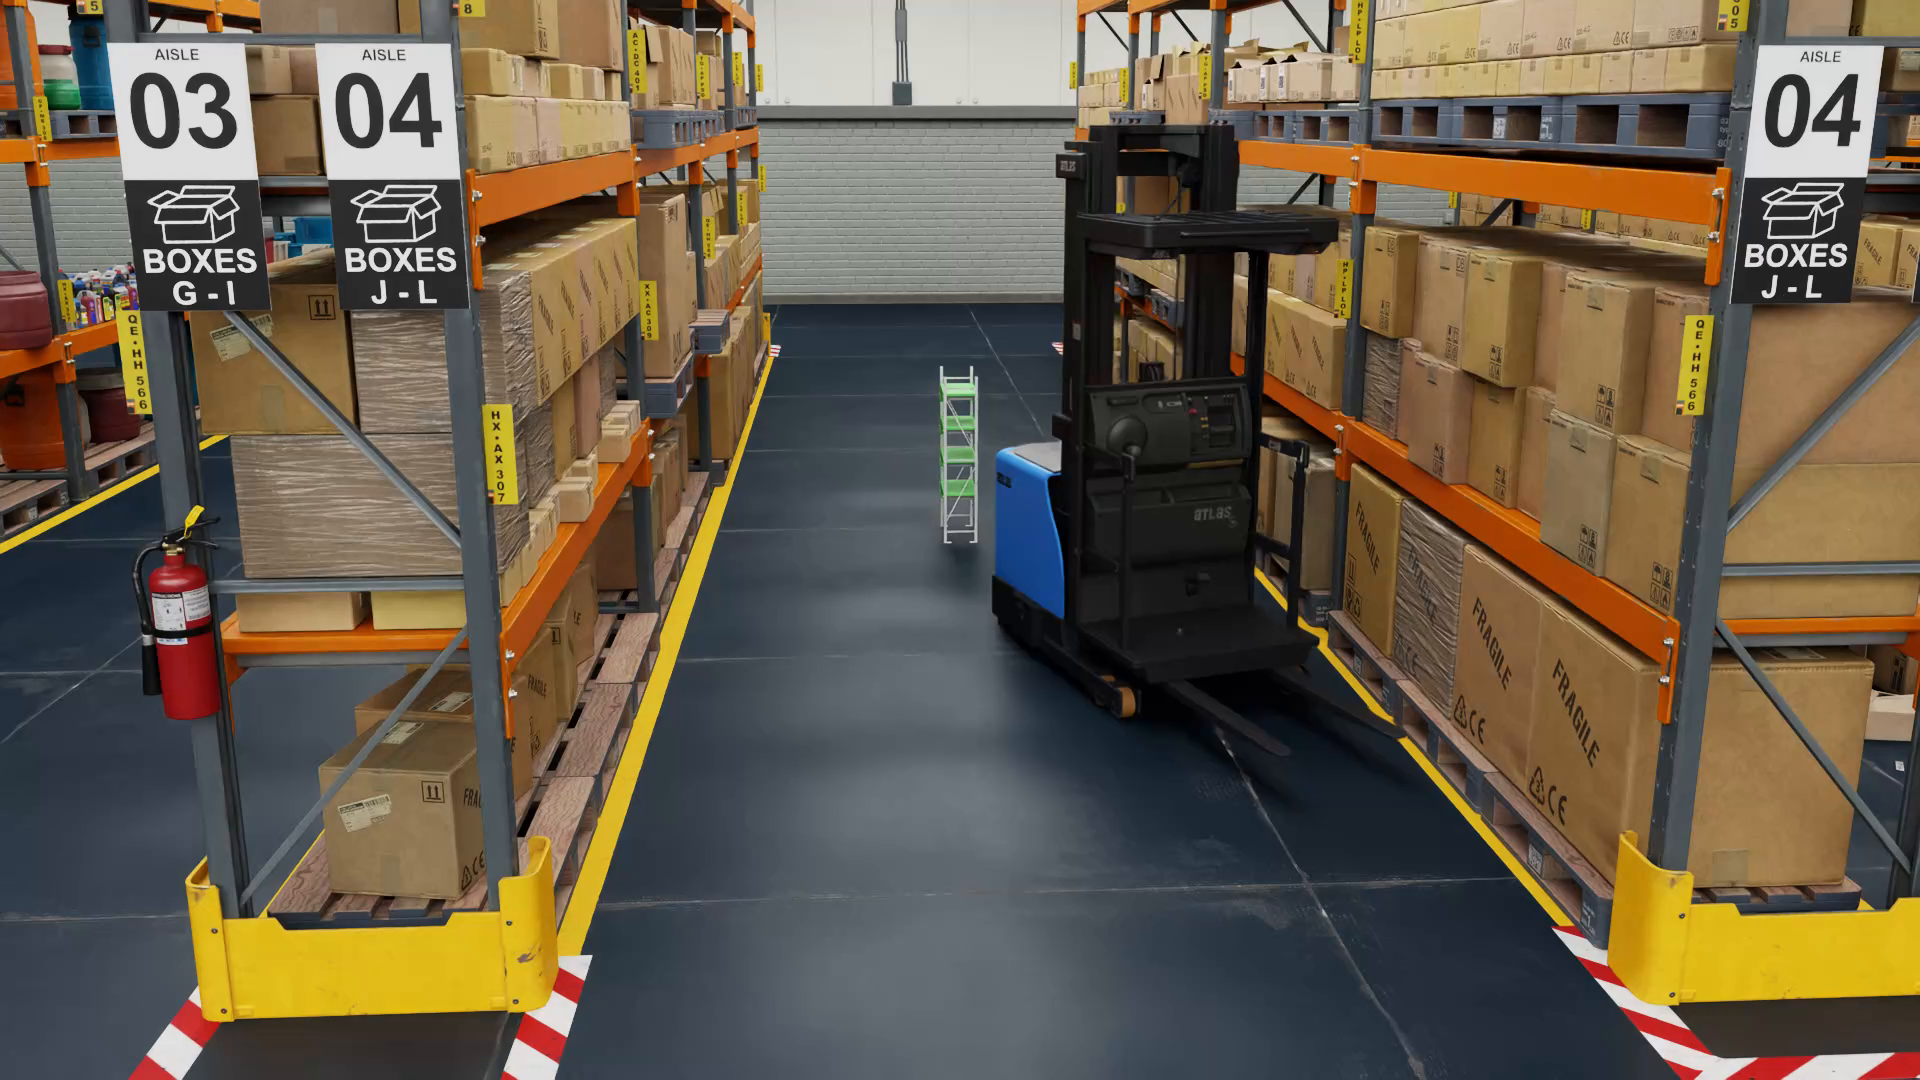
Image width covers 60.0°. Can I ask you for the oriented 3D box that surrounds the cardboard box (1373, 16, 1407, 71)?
[{"bbox_3d":[2.441,-2.542,8.528,0.500,0.250,0.500,-1,14,-3],"label":"cardboard box"}]

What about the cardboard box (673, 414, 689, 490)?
[{"bbox_3d":[-2.453,-0.672,12.751,0.700,0.500,0.500,-2,15,-6],"label":"cardboard box"}]

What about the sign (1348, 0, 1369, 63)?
[{"bbox_3d":[2.149,-2.737,8.955,0.100,0.325,0.005,-1,14,-3],"label":"sign"}]

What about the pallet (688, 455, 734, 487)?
[{"bbox_3d":[-2.488,-0.682,14.254,1.003,0.211,1.213,-1,14,-3],"label":"pallet"}]

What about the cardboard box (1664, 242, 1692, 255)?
[{"bbox_3d":[6.973,-2.658,15.635,0.500,0.250,0.500,-1,14,-5],"label":"cardboard box"}]

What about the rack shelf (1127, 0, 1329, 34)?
[{"bbox_3d":[2.318,-4.748,14.665,1.077,0.370,4.000,-1,14,-3],"label":"rack shelf"}]

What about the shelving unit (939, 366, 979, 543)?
[{"bbox_3d":[-0.010,-0.622,12.037,0.258,1.200,0.503,-1,14,-3],"label":"shelving unit"}]

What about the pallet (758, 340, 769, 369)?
[{"bbox_3d":[-2.883,-2.277,20.452,1.003,0.211,1.213,-1,14,-3],"label":"pallet"}]

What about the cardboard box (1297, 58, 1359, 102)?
[{"bbox_3d":[2.394,-2.828,10.234,0.500,0.250,0.500,-1,14,-4],"label":"cardboard box"}]

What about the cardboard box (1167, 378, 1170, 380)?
[{"bbox_3d":[2.112,-1.169,14.722,0.500,0.500,0.500,0,14,-1],"label":"cardboard box"}]

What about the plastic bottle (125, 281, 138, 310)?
[{"bbox_3d":[-7.188,-2.103,14.415,0.061,0.283,0.133,-1,14,-3],"label":"plastic bottle"}]

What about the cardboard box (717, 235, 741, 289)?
[{"bbox_3d":[-2.461,-2.767,16.559,0.500,0.500,0.500,-1,14,-3],"label":"cardboard box"}]

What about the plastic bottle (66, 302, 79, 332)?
[{"bbox_3d":[-7.162,-1.812,13.296,0.152,0.276,0.135,-1,14,-3],"label":"plastic bottle"}]

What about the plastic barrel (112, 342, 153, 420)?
[{"bbox_3d":[-7.645,-1.629,15.707,0.600,0.901,0.708,-1,14,-3],"label":"plastic barrel"}]

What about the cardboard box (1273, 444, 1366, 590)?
[{"bbox_3d":[2.562,-0.159,10.297,1.050,0.750,0.750,-1,14,-4],"label":"cardboard box"}]

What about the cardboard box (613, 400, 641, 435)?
[{"bbox_3d":[-1.960,-0.670,9.115,0.380,0.149,0.250,-1,14,-3],"label":"cardboard box"}]

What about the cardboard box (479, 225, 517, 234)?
[{"bbox_3d":[-2.460,-1.277,8.166,0.500,0.500,0.500,-1,14,-3],"label":"cardboard box"}]

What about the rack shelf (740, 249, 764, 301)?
[{"bbox_3d":[-2.886,-2.979,19.030,1.077,0.370,4.000,-1,14,-3],"label":"rack shelf"}]

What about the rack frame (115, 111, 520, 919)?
[{"bbox_3d":[-2.019,0.154,5.408,1.000,3.000,0.127,-1,14,-3],"label":"rack frame"}]

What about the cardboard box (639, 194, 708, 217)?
[{"bbox_3d":[-2.581,-2.714,14.341,0.797,0.503,0.637,-1,14,-2],"label":"cardboard box"}]

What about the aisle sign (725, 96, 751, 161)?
[{"bbox_3d":[-2.715,-5.107,20.637,0.394,0.787,0.004,-1,14,-3],"label":"aisle sign"}]

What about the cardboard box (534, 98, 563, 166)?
[{"bbox_3d":[-1.856,-1.601,6.511,0.500,0.250,0.500,-1,14,-4],"label":"cardboard box"}]

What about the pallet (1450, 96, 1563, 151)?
[{"bbox_3d":[2.803,-1.796,7.143,1.003,0.211,1.213,-1,14,-3],"label":"pallet"}]

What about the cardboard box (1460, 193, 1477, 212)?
[{"bbox_3d":[6.626,-4.387,20.850,0.500,0.500,0.500,-1,14,-5],"label":"cardboard box"}]

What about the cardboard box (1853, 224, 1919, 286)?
[{"bbox_3d":[7.213,-2.139,12.681,0.500,0.500,0.500,0,14,-1],"label":"cardboard box"}]

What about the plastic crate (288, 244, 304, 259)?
[{"bbox_3d":[-7.571,-3.190,18.620,0.416,0.233,0.300,-1,14,-3],"label":"plastic crate"}]

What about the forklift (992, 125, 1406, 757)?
[{"bbox_3d":[1.195,-0.625,8.573,1.130,2.935,3.031,-5,15,-20],"label":"forklift"}]

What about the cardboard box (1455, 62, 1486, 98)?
[{"bbox_3d":[2.454,-2.062,7.463,0.380,0.149,0.250,-1,14,-3],"label":"cardboard box"}]

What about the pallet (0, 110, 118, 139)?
[{"bbox_3d":[-7.408,-3.312,13.238,1.003,0.211,1.213,-1,14,-3],"label":"pallet"}]

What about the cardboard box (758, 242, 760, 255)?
[{"bbox_3d":[-2.642,-3.555,20.329,0.380,0.149,0.250,-1,14,-3],"label":"cardboard box"}]

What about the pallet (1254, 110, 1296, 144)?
[{"bbox_3d":[2.607,-2.811,11.290,1.003,0.211,1.213,0,14,-1],"label":"pallet"}]

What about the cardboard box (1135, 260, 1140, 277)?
[{"bbox_3d":[1.846,-2.534,15.515,0.380,0.149,0.250,-1,14,-4],"label":"cardboard box"}]

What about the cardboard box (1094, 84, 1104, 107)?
[{"bbox_3d":[1.800,-5.004,18.733,0.500,0.250,0.500,-1,14,-6],"label":"cardboard box"}]

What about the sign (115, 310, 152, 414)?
[{"bbox_3d":[-2.574,-0.556,5.210,0.100,0.325,0.005,-1,14,-3],"label":"sign"}]

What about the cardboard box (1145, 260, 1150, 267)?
[{"bbox_3d":[1.875,-2.549,14.979,0.380,0.149,0.250,-1,14,-2],"label":"cardboard box"}]

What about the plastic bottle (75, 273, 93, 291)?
[{"bbox_3d":[-7.986,-2.285,15.136,0.152,0.276,0.135,-1,14,-3],"label":"plastic bottle"}]

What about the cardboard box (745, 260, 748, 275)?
[{"bbox_3d":[-2.482,-2.918,17.853,0.380,0.149,0.250,0,14,-2],"label":"cardboard box"}]

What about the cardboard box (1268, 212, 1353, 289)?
[{"bbox_3d":[2.527,-2.054,11.784,0.700,0.500,0.500,-1,14,-4],"label":"cardboard box"}]

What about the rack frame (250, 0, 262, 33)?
[{"bbox_3d":[-7.954,-6.654,19.828,1.000,3.000,0.127,-1,14,-3],"label":"rack frame"}]

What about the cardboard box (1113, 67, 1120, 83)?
[{"bbox_3d":[1.818,-4.896,17.514,0.380,0.149,0.250,-1,14,-4],"label":"cardboard box"}]

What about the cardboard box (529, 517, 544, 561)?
[{"bbox_3d":[-1.832,0.014,6.454,0.380,0.149,0.250,-1,14,-3],"label":"cardboard box"}]

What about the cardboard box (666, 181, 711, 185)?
[{"bbox_3d":[-3.219,-4.012,19.798,0.500,0.500,0.500,-1,14,-5],"label":"cardboard box"}]

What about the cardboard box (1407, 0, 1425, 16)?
[{"bbox_3d":[2.406,-2.639,8.104,0.380,0.149,0.250,-1,14,-4],"label":"cardboard box"}]

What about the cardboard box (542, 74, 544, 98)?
[{"bbox_3d":[-1.914,-1.876,6.781,0.380,0.149,0.250,-1,14,-4],"label":"cardboard box"}]

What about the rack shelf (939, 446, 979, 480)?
[{"bbox_3d":[-0.010,-0.560,12.053,0.258,0.148,0.480,-1,14,-3],"label":"rack shelf"}]

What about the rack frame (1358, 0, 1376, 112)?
[{"bbox_3d":[2.690,-3.797,8.726,1.000,3.000,0.127,-1,14,-3],"label":"rack frame"}]

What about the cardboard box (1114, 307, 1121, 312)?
[{"bbox_3d":[1.777,-2.785,20.516,0.380,0.149,0.250,-1,14,-2],"label":"cardboard box"}]

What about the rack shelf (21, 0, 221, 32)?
[{"bbox_3d":[-7.582,-4.620,14.168,1.077,0.370,4.000,-1,14,-3],"label":"rack shelf"}]

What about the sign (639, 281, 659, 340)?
[{"bbox_3d":[-1.726,-1.270,9.206,0.100,0.325,0.005,-1,14,-3],"label":"sign"}]

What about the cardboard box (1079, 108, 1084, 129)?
[{"bbox_3d":[1.719,-5.141,20.269,0.500,0.250,0.500,0,14,-1],"label":"cardboard box"}]

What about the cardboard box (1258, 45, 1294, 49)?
[{"bbox_3d":[2.605,-4.055,14.009,0.396,0.266,0.258,-1,14,-3],"label":"cardboard box"}]

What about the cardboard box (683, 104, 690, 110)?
[{"bbox_3d":[-2.196,-2.978,11.862,0.500,0.250,0.500,-1,14,-4],"label":"cardboard box"}]

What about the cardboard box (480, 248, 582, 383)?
[{"bbox_3d":[-1.837,-0.912,6.748,0.500,0.500,0.500,-1,14,-3],"label":"cardboard box"}]

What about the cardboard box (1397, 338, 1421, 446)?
[{"bbox_3d":[2.781,-0.737,8.569,0.875,0.550,0.550,-1,14,-3],"label":"cardboard box"}]

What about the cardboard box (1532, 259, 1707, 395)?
[{"bbox_3d":[2.928,-0.863,6.891,0.875,0.550,0.550,-1,14,-3],"label":"cardboard box"}]
